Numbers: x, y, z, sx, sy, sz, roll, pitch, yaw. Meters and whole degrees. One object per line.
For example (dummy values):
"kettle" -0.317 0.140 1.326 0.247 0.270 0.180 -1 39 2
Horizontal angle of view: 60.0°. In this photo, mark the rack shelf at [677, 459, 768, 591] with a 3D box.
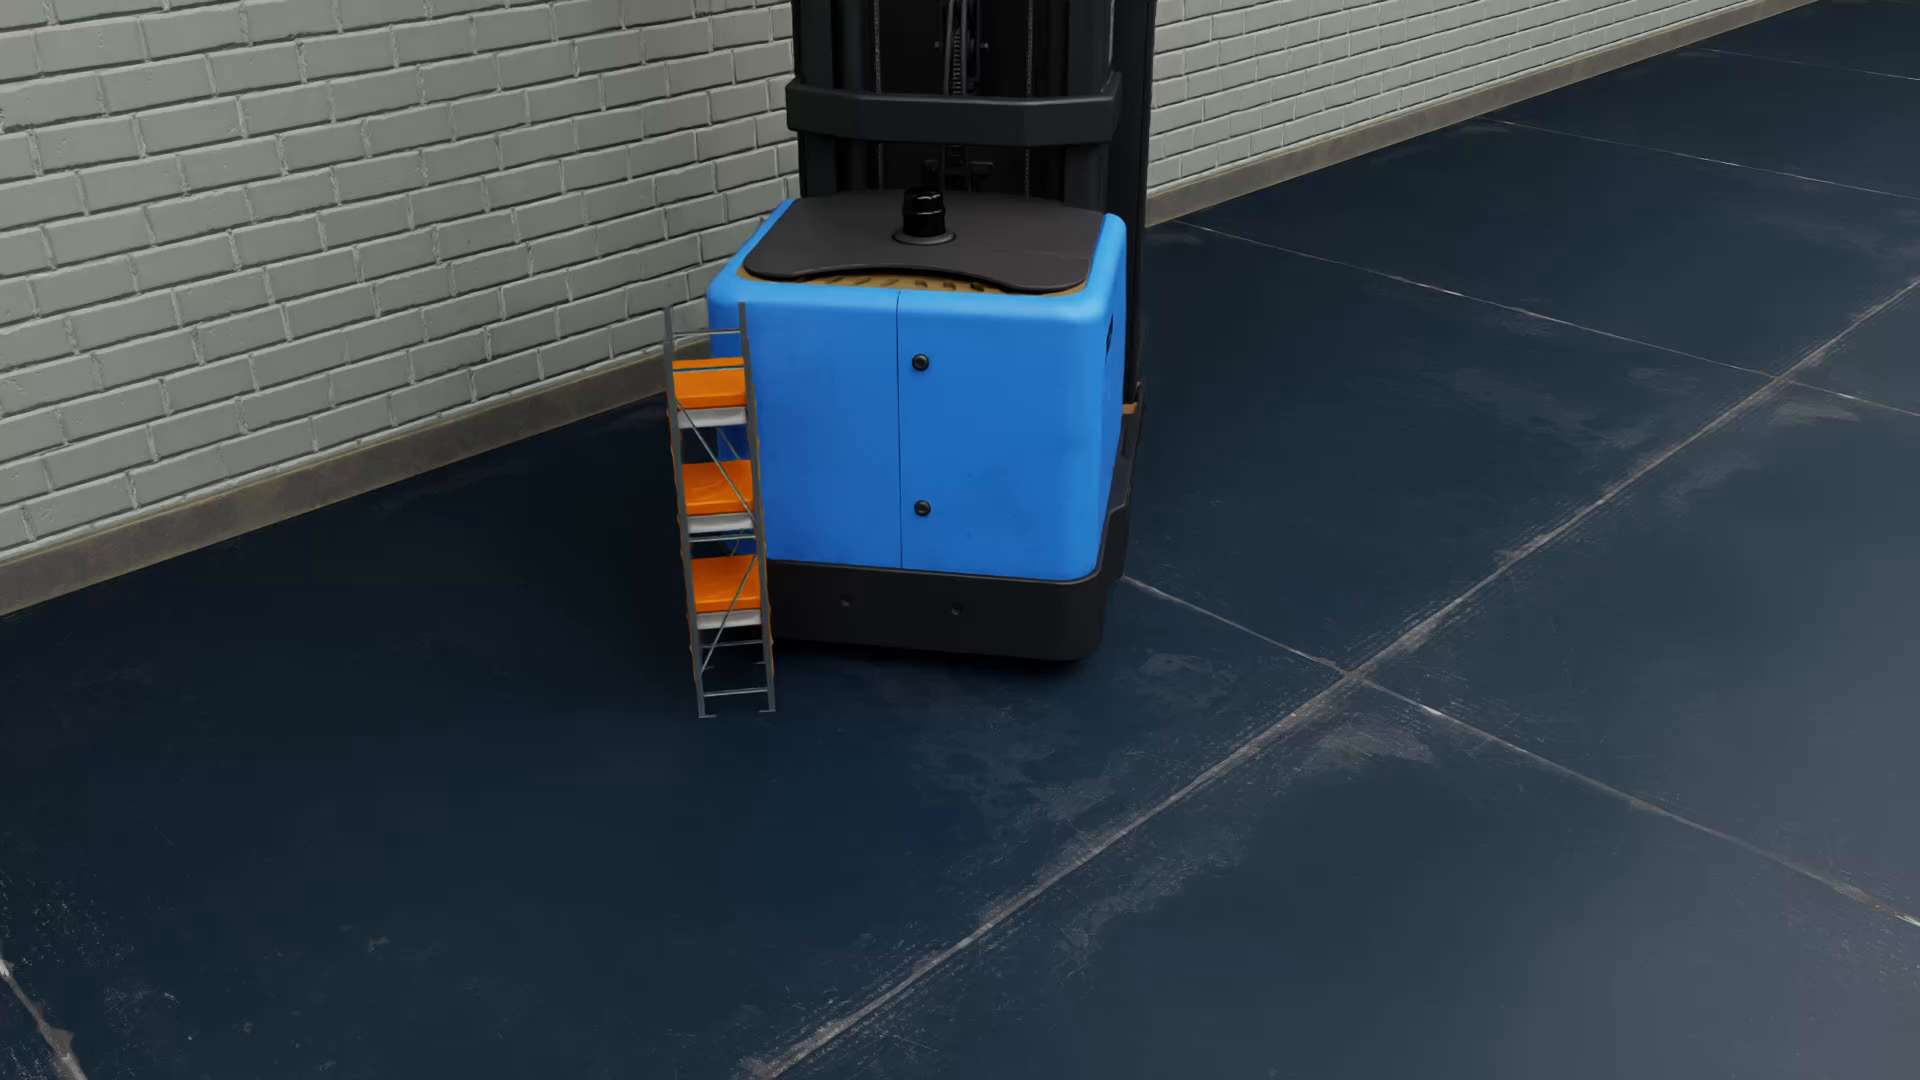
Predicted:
"rack shelf" -0.607 -0.050 4.238 0.215 0.259 0.240 -4 28 -8

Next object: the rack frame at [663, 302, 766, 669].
"rack frame" -0.626 -0.116 4.339 0.200 1.050 0.008 -4 28 -8

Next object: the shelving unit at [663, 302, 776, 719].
"shelving unit" -0.607 -0.060 4.233 0.215 1.050 0.252 -4 28 -8

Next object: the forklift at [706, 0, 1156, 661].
"forklift" 0.077 -1.634 5.209 1.130 2.935 3.031 4 28 8

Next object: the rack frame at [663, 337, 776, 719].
"rack frame" -0.589 -0.003 4.126 0.200 1.050 0.008 -4 28 -8

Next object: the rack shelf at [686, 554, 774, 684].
"rack shelf" -0.605 0.195 4.368 0.215 0.259 0.240 -4 28 -8

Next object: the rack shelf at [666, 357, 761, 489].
"rack shelf" -0.609 -0.301 4.105 0.215 0.259 0.240 -4 28 -8
